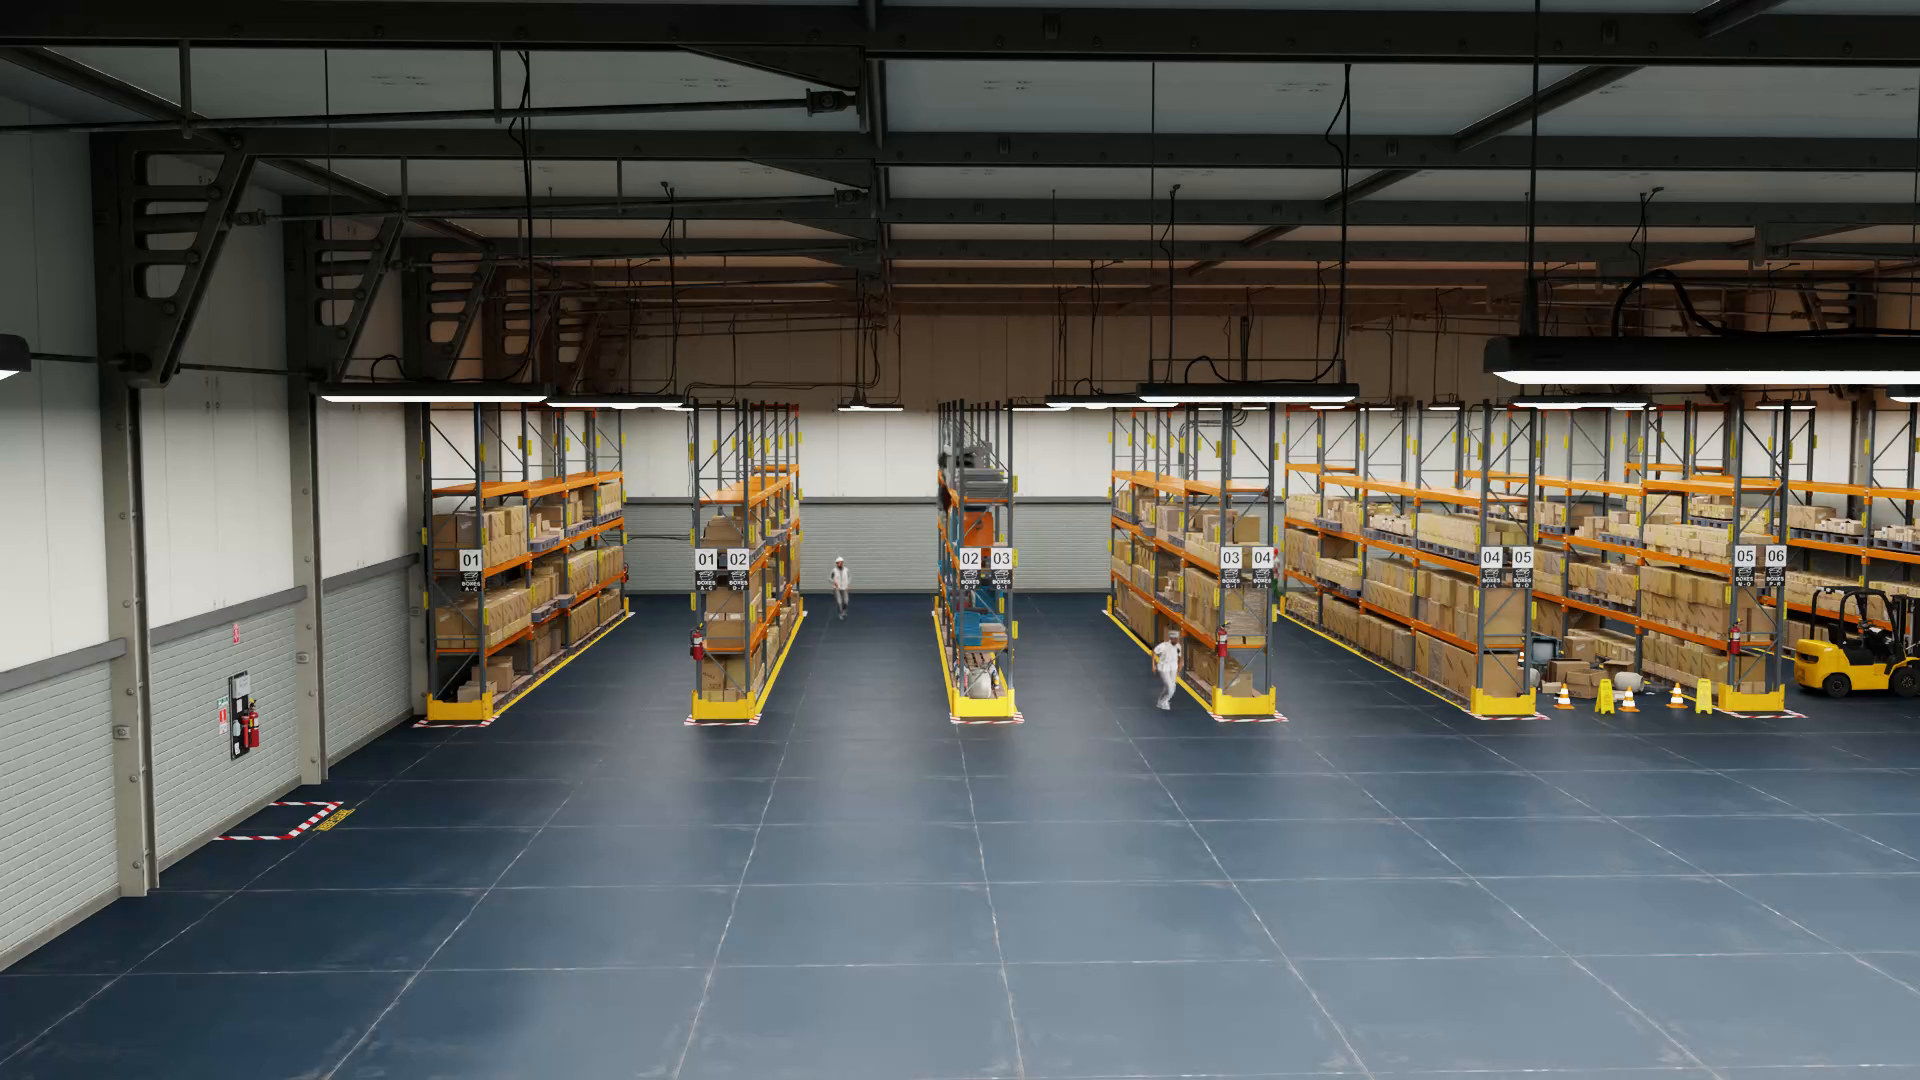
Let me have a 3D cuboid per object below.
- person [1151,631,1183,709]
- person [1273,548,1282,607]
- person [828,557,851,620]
[{"bbox_3d":[3.999,2.503,31.987,0.595,1.566,0.634,-2,5,-22],"label":"person"},{"bbox_3d":[9.147,1.126,48.746,0.865,1.791,0.674,0,4,-3],"label":"person"},{"bbox_3d":[-3.325,1.351,46.188,0.665,1.740,0.571,-1,4,-13],"label":"person"}]
